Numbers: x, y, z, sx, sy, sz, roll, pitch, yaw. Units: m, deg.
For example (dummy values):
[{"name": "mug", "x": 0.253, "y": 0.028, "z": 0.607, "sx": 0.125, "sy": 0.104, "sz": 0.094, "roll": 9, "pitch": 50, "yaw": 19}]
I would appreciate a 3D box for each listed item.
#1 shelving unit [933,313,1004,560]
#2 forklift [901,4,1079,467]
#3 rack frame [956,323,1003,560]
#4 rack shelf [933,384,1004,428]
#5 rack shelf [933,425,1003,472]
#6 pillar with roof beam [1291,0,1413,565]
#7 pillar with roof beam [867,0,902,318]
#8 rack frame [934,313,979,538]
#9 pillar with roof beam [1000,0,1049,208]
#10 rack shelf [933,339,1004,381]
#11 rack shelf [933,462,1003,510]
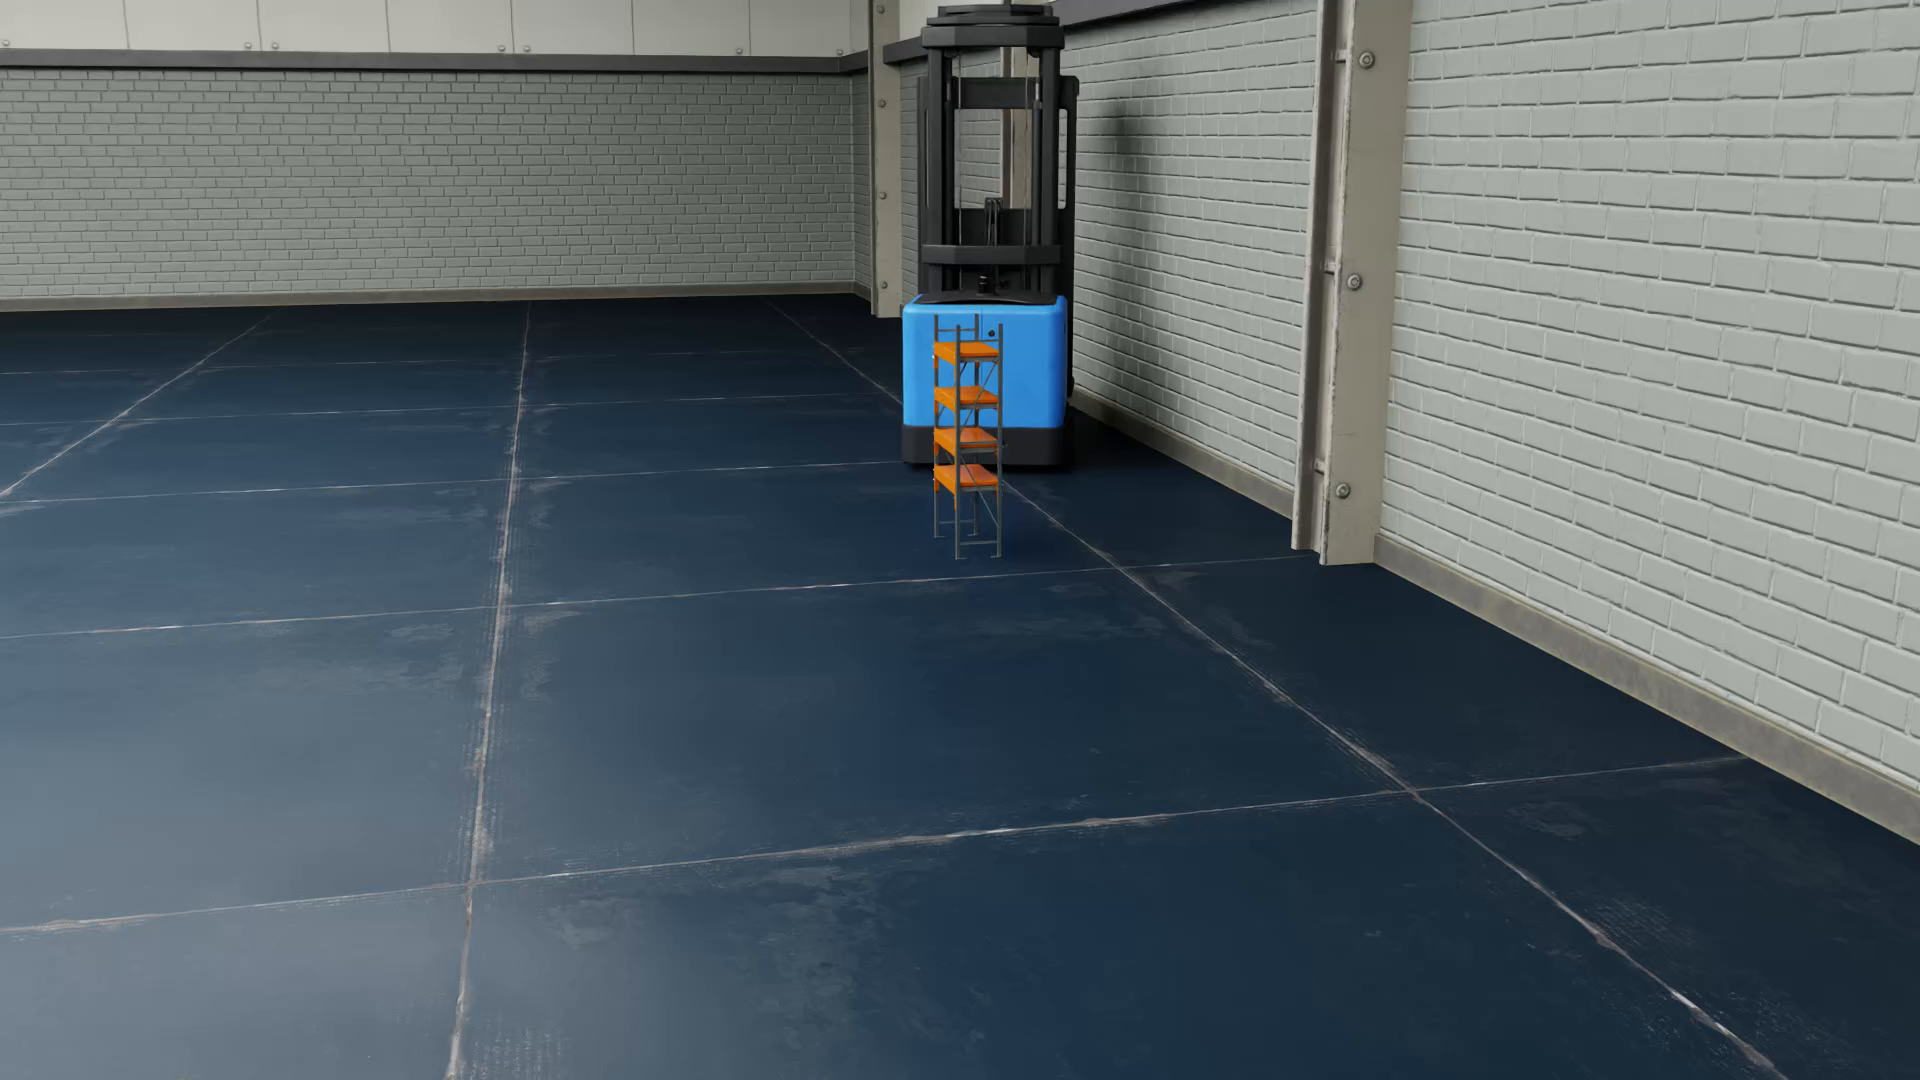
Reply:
[{"name": "shelving unit", "x": 0.039, "y": -0.545, "z": 8.628, "sx": 0.258, "sy": 1.200, "sz": 0.503, "roll": -3, "pitch": 14, "yaw": -13}, {"name": "forklift", "x": 0.272, "y": -2.194, "z": 11.731, "sx": 1.130, "sy": 2.935, "sz": 3.031, "roll": 1, "pitch": 14, "yaw": 5}, {"name": "rack frame", "x": 0.096, "y": -0.488, "z": 8.398, "sx": 0.240, "sy": 1.200, "sz": 0.015, "roll": -3, "pitch": 14, "yaw": -13}, {"name": "rack shelf", "x": 0.039, "y": -0.697, "z": 8.591, "sx": 0.258, "sy": 0.148, "sz": 0.480, "roll": -3, "pitch": 14, "yaw": -13}, {"name": "rack shelf", "x": 0.039, "y": -0.479, "z": 8.644, "sx": 0.258, "sy": 0.148, "sz": 0.480, "roll": -3, "pitch": 14, "yaw": -13}, {"name": "pillar with roof beam", "x": -2.243, "y": -4.057, "z": 6.572, "sx": 9.100, "sy": 9.000, "sz": 0.400, "roll": -3, "pitch": 14, "yaw": -13}, {"name": "pillar with roof beam", "x": -5.062, "y": -6.825, "z": 17.904, "sx": 9.100, "sy": 9.000, "sz": 0.400, "roll": -3, "pitch": 14, "yaw": -13}, {"name": "rack frame", "x": -0.018, "y": -0.601, "z": 8.859, "sx": 0.240, "sy": 1.200, "sz": 0.015, "roll": -3, "pitch": 14, "yaw": -13}, {"name": "pillar with roof beam", "x": -3.653, "y": -5.441, "z": 12.238, "sx": 9.100, "sy": 9.000, "sz": 0.400, "roll": -3, "pitch": 14, "yaw": -13}, {"name": "rack shelf", "x": 0.039, "y": -0.926, "z": 8.535, "sx": 0.258, "sy": 0.148, "sz": 0.480, "roll": -3, "pitch": 14, "yaw": -13}, {"name": "rack shelf", "x": 0.039, "y": -0.286, "z": 8.691, "sx": 0.258, "sy": 0.148, "sz": 0.480, "roll": -3, "pitch": 14, "yaw": -13}]
